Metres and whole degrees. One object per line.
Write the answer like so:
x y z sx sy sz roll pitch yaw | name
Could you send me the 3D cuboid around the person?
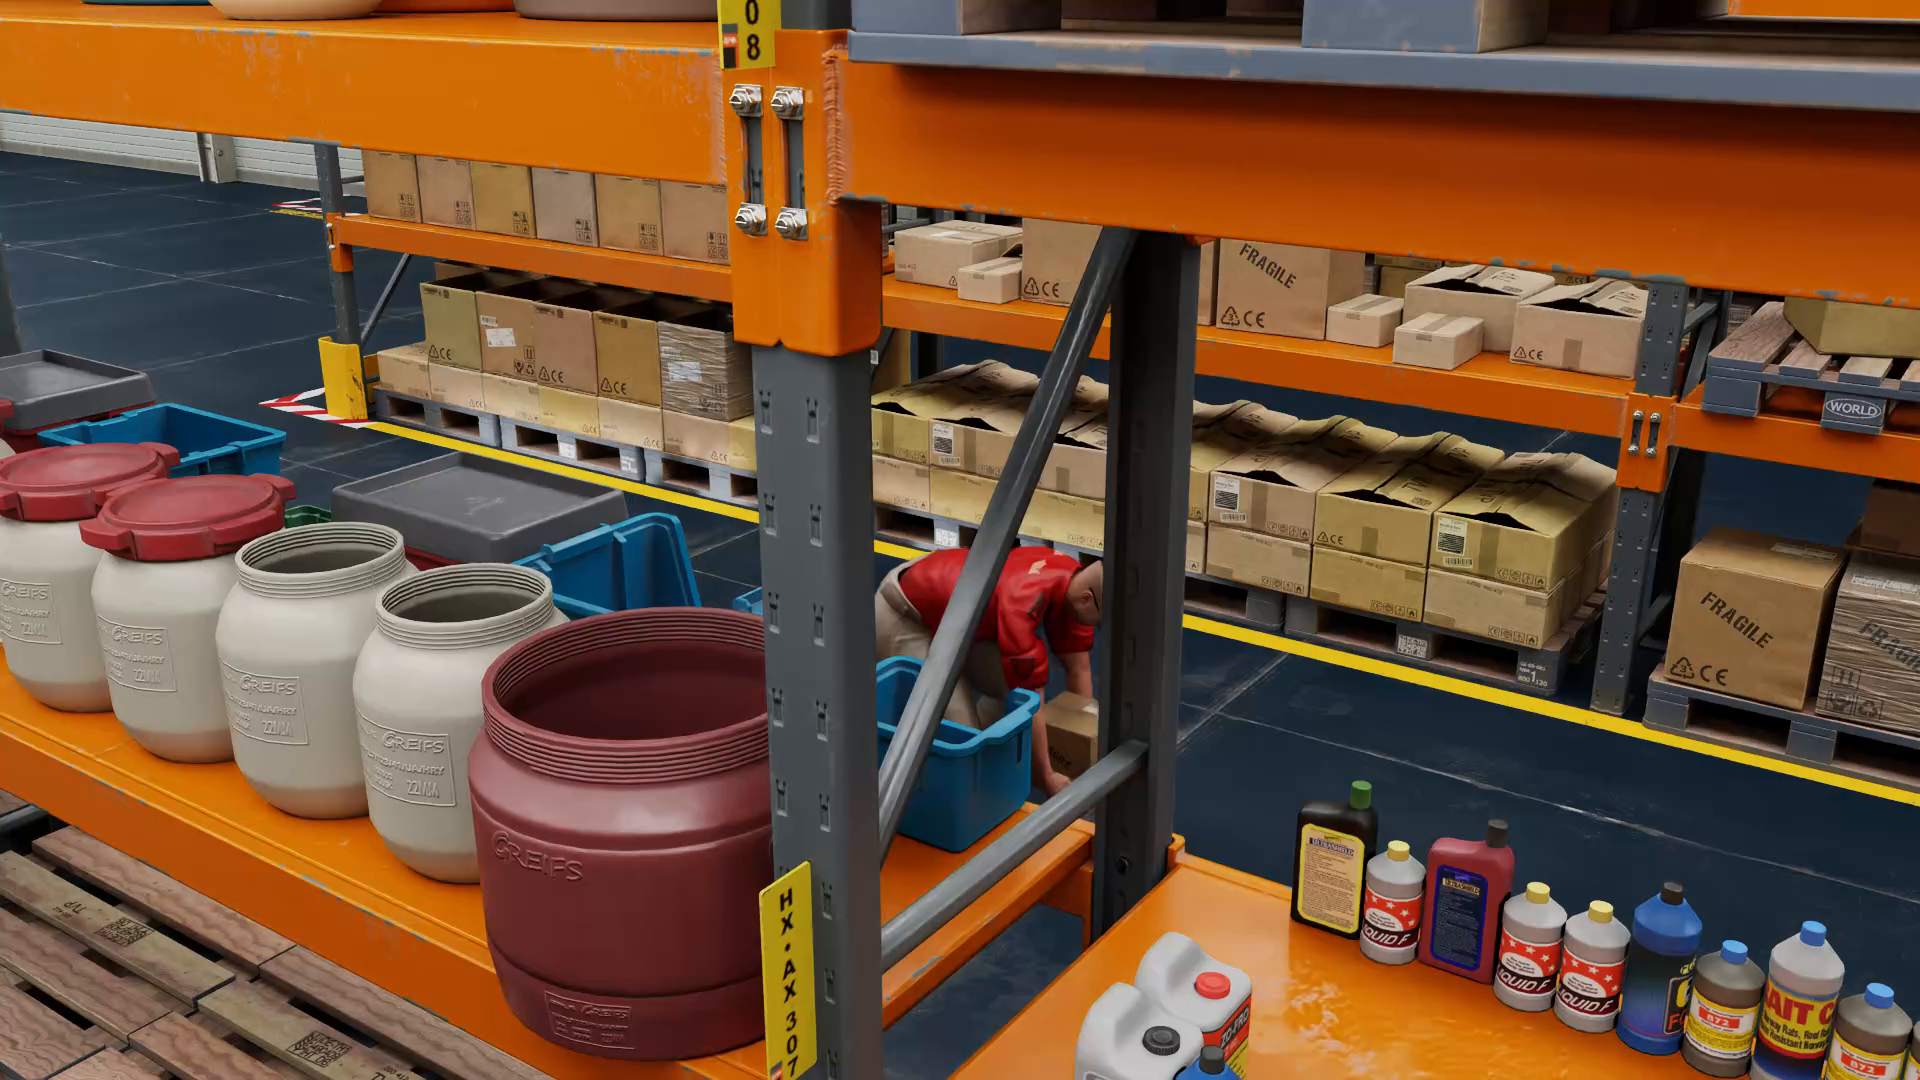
0.137 0.520 5.606 0.942 1.083 0.515 12 23 29 | person
